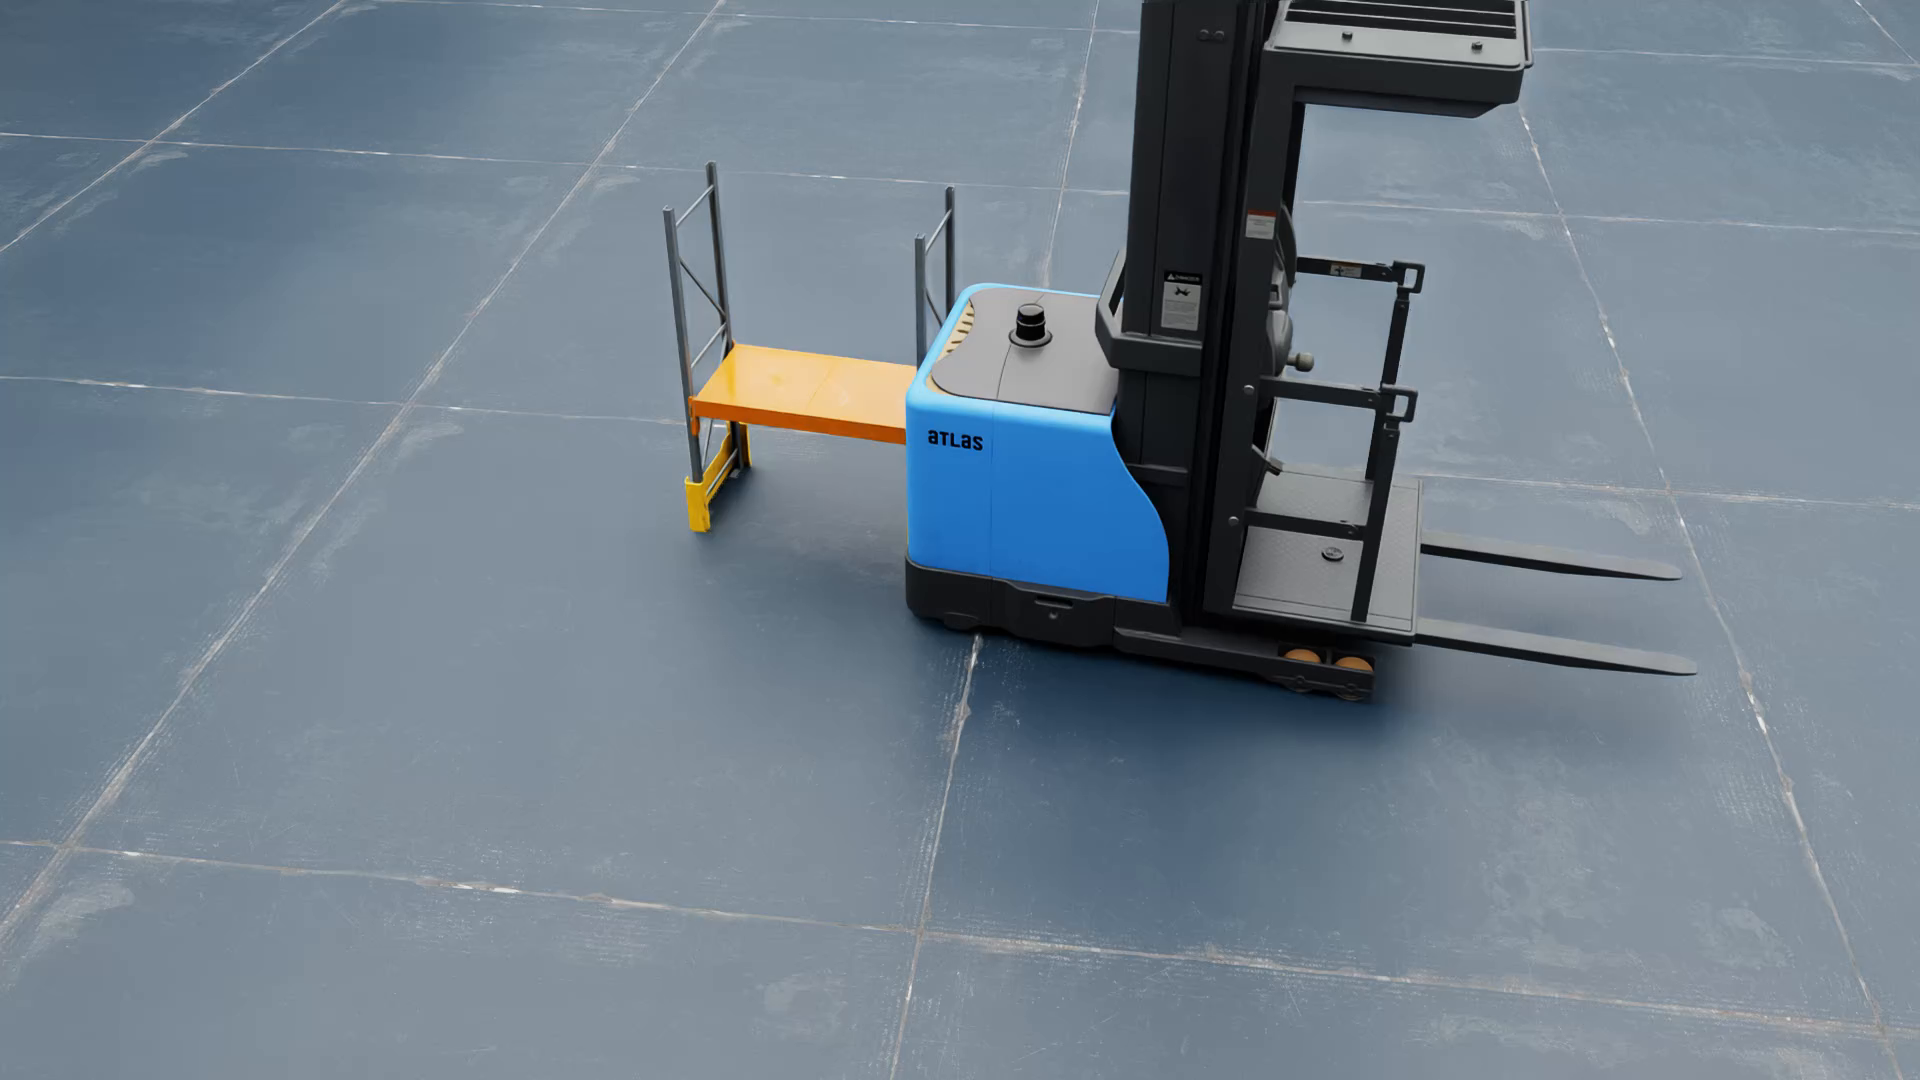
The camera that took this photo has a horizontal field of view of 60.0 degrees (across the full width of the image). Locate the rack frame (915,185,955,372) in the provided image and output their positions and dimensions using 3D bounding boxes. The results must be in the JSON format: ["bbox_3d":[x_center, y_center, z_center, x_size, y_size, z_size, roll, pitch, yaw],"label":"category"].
[{"bbox_3d":[-0.096,-0.668,6.895,0.032,1.500,0.500,8,36,12],"label":"rack frame"}]

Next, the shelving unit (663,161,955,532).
[{"bbox_3d":[-0.597,-0.742,6.998,1.083,1.500,0.587,8,36,12],"label":"shelving unit"}]

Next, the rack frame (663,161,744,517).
[{"bbox_3d":[-1.081,-0.813,7.099,0.032,1.500,0.500,8,36,12],"label":"rack frame"}]

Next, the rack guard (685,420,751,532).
[{"bbox_3d":[-1.080,-0.304,7.461,0.087,0.250,0.587,8,36,12],"label":"rack guard"}]

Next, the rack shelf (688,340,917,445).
[{"bbox_3d":[-0.588,-0.594,7.101,1.000,0.185,0.538,8,36,12],"label":"rack shelf"}]

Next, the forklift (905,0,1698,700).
[{"bbox_3d":[1.354,-0.920,6.016,3.031,2.935,1.130,8,36,12],"label":"forklift"}]
